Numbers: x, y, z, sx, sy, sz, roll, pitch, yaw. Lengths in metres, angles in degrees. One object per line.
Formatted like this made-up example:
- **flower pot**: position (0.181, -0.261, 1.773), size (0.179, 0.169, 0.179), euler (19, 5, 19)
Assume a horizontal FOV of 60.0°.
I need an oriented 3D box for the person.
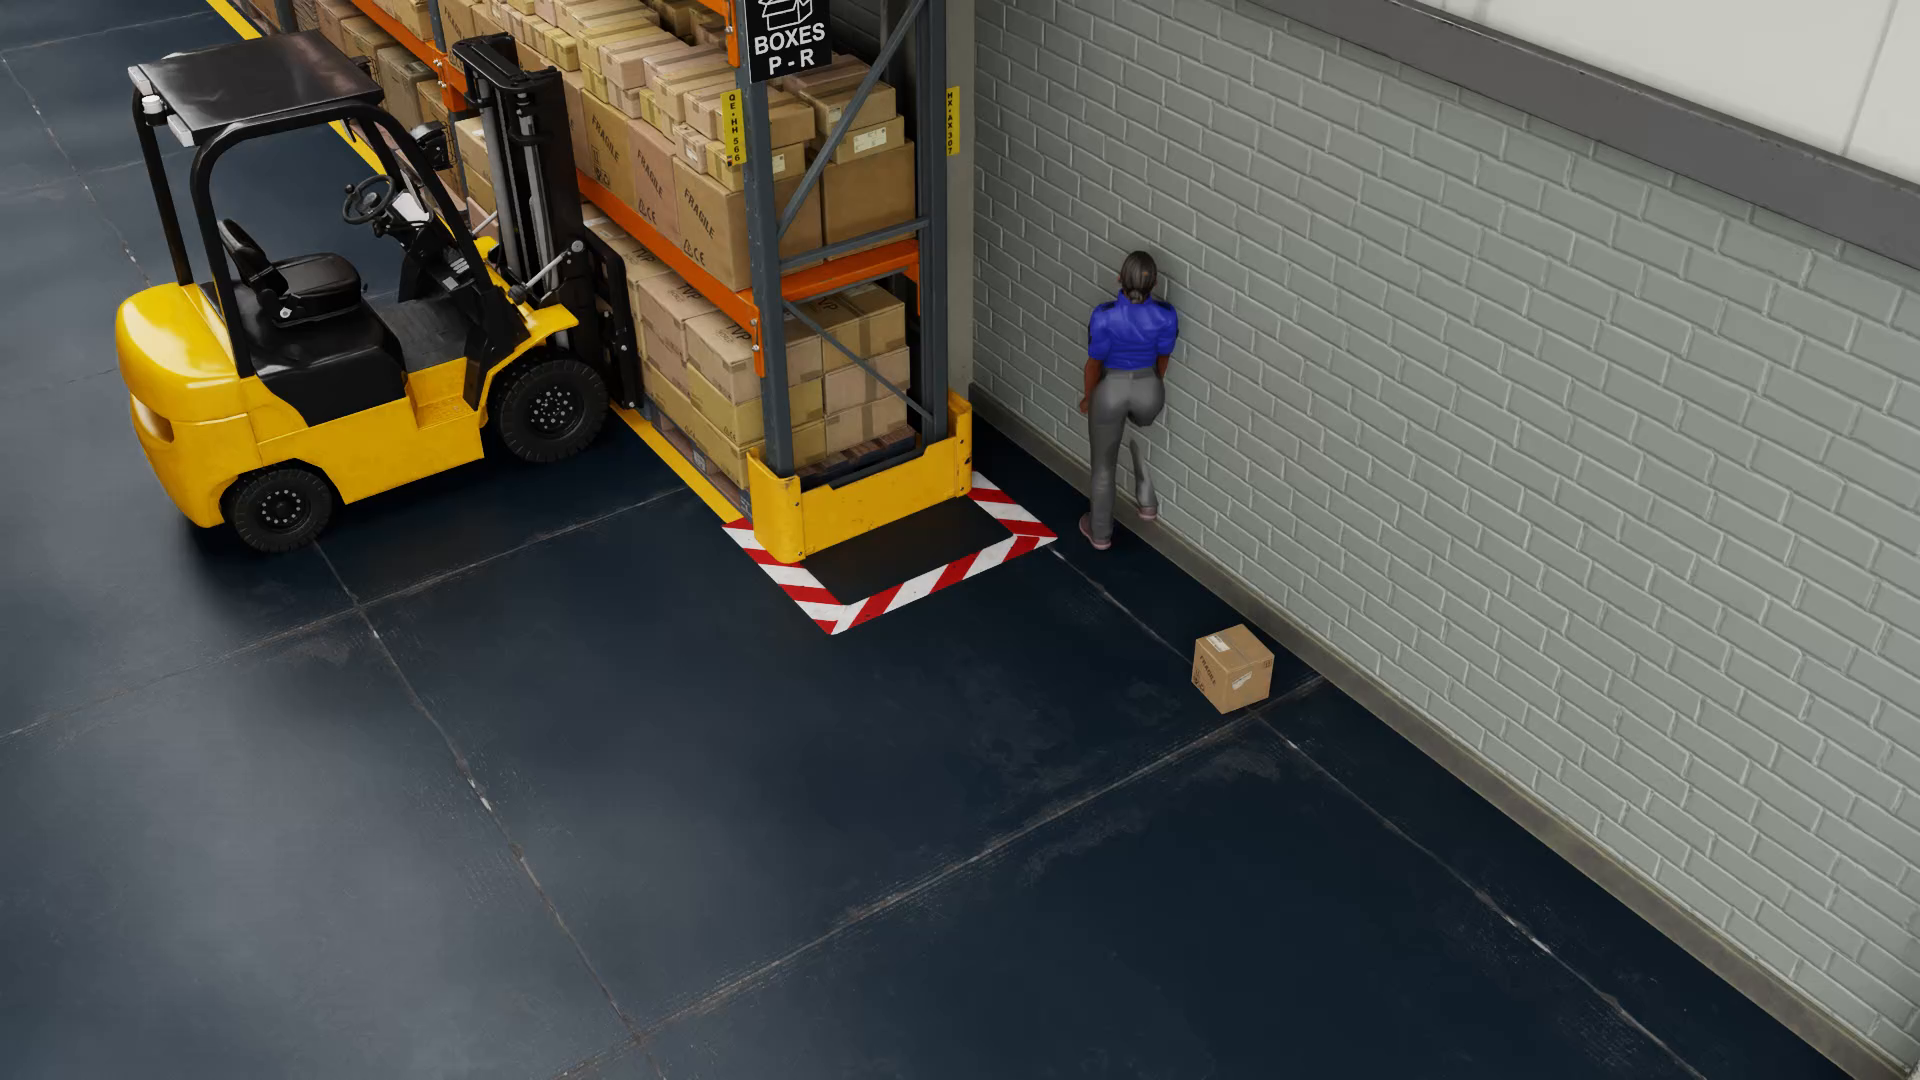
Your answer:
- **person**: position (0.798, -0.693, 7.952), size (0.452, 1.640, 0.515), euler (-4, 37, -5)
